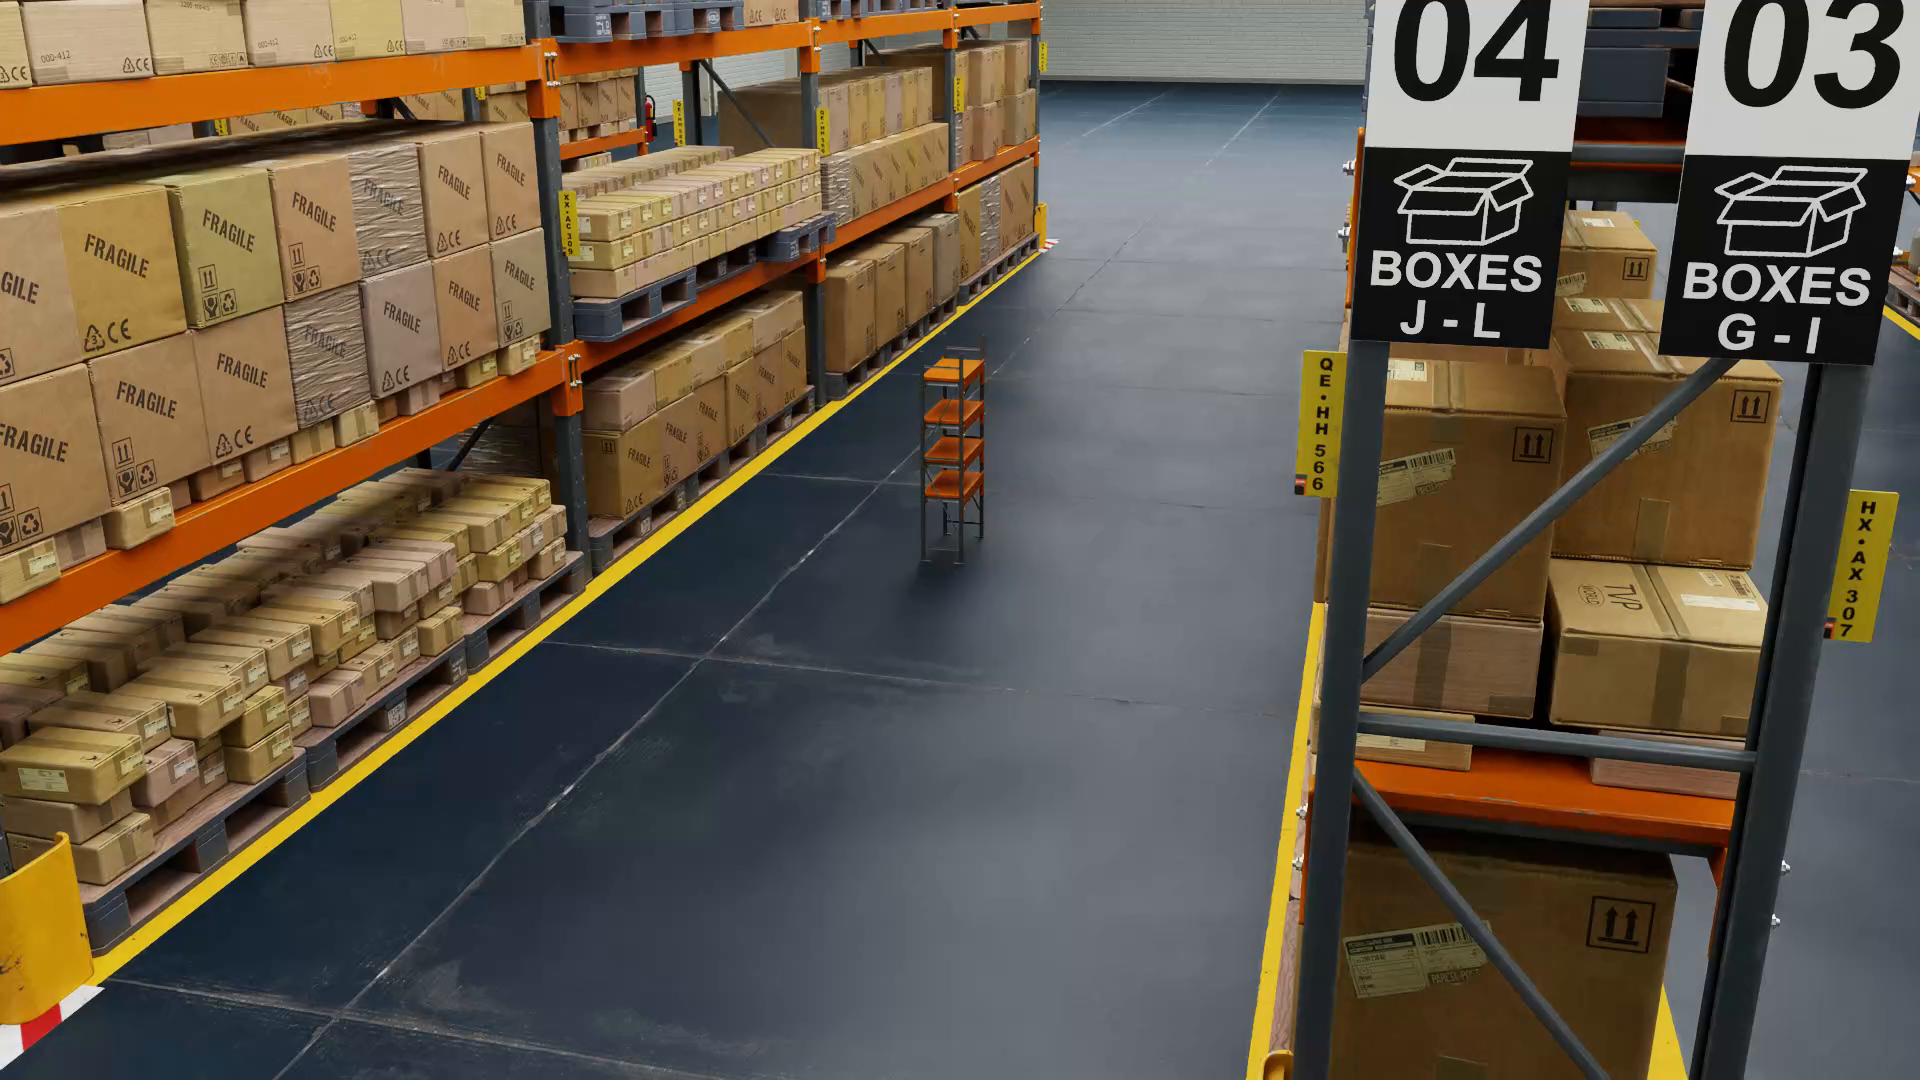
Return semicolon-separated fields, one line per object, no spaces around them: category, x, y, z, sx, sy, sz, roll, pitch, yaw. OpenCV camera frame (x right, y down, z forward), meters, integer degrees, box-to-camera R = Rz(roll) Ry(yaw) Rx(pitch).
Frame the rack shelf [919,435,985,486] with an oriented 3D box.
rack shelf;-0.040;-0.452;9.364;0.258;0.148;0.480;5;19;13

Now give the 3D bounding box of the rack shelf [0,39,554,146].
rack shelf;-2.984;-1.672;6.415;1.077;0.370;4.000;5;19;13

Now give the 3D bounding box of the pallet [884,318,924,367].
pallet;-0.953;-1.777;14.562;1.003;0.211;1.213;5;19;13

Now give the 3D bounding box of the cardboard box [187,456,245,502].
cardboard box;-2.916;-0.261;6.201;0.380;0.149;0.250;4;19;13

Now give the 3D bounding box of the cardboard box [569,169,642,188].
cardboard box;-2.203;-2.216;10.352;0.380;0.149;0.250;4;19;13

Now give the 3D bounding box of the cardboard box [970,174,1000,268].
cardboard box;-0.103;-3.395;17.625;0.875;0.875;0.875;5;19;14

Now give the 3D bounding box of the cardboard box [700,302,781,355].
cardboard box;-1.544;-1.450;11.350;0.500;0.250;0.500;5;19;14

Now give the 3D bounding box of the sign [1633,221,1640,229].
sign;2.828;-1.200;7.100;0.100;0.325;0.005;5;19;13

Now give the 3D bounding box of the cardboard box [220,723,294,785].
cardboard box;-2.827;0.807;6.446;0.380;0.149;0.250;5;19;14

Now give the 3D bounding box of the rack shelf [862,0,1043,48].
rack shelf;-0.052;-5.433;17.427;1.077;0.370;4.000;5;19;13

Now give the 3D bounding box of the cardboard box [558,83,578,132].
cardboard box;-4.649;-4.866;18.679;0.500;0.500;0.500;5;19;14

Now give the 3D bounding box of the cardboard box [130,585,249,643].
cardboard box;-3.224;0.313;6.972;0.380;0.149;0.250;4;19;12

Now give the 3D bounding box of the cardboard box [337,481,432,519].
cardboard box;-2.906;-0.178;8.408;0.380;0.149;0.250;6;20;16

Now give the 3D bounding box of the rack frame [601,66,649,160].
rack frame;-4.389;-5.340;20.682;1.000;3.000;0.127;5;19;13

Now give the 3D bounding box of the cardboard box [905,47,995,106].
cardboard box;-0.131;-4.762;17.087;0.875;0.550;0.550;5;19;13

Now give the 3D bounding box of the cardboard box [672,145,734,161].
cardboard box;-1.820;-2.704;11.783;0.380;0.149;0.250;5;19;13

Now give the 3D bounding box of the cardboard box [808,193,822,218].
cardboard box;-1.193;-2.363;11.703;0.380;0.149;0.250;5;19;14

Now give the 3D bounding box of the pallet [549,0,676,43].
pallet;-2.242;-2.736;8.706;1.213;0.211;1.003;5;19;13

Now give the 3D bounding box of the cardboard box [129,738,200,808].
cardboard box;-2.974;0.818;5.953;0.380;0.149;0.250;5;19;13

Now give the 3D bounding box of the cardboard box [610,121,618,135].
cardboard box;-4.310;-4.921;19.842;0.380;0.149;0.250;4;19;12

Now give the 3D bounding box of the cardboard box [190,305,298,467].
cardboard box;-2.857;-0.596;6.176;0.500;0.500;0.500;5;19;14

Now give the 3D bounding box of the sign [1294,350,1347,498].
sign;0.789;-0.250;3.622;0.100;0.325;0.005;5;19;13

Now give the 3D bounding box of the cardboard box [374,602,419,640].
cardboard box;-2.652;0.319;7.413;0.380;0.149;0.250;4;19;11

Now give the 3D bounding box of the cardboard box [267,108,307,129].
cardboard box;-5.888;-3.506;14.048;0.500;0.500;0.500;6;20;16

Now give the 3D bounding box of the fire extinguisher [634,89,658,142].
fire extinguisher;-3.914;-5.303;20.693;0.296;0.674;0.183;5;19;13

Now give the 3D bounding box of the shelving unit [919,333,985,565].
shelving unit;-0.040;-0.516;9.342;0.258;1.200;0.503;5;19;13

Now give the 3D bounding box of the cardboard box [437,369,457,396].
cardboard box;-2.549;-0.749;7.630;0.380;0.149;0.250;4;19;12

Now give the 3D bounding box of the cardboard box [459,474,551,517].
cardboard box;-2.330;-0.219;8.529;0.380;0.149;0.250;5;20;15

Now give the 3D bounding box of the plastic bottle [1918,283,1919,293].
plastic bottle;9.254;-2.475;15.940;0.097;0.201;0.097;0;19;0

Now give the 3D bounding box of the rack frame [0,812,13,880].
rack frame;-3.473;0.034;4.948;1.000;3.000;0.127;5;19;13

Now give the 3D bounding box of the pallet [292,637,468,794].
pallet;-2.922;0.696;7.322;1.003;0.211;1.213;5;19;13

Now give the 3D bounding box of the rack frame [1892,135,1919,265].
rack frame;10.024;-4.167;17.246;1.000;3.000;0.127;5;19;13

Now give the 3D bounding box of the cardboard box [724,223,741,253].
cardboard box;-1.575;-1.875;10.277;0.380;0.149;0.250;4;19;11

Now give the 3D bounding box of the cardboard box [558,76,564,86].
cardboard box;-4.753;-5.182;18.058;0.700;0.500;0.500;4;19;12

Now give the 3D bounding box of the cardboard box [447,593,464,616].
cardboard box;-2.590;0.316;7.883;0.380;0.149;0.250;4;19;12

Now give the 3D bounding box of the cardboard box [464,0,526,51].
cardboard box;-2.354;-2.393;7.645;0.500;0.250;0.500;5;20;15

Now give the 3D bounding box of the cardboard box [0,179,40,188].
cardboard box;-3.479;-0.949;5.665;0.500;0.500;0.500;4;19;12

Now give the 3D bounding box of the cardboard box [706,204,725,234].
cardboard box;-1.638;-1.939;10.004;0.380;0.149;0.250;4;19;12

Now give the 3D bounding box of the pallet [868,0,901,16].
pallet;-1.142;-4.361;13.465;1.003;0.211;1.213;6;20;16

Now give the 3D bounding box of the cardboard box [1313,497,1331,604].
cardboard box;2.426;-0.192;8.247;1.225;0.875;0.875;5;19;14

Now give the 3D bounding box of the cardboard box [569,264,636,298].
cardboard box;-1.953;-1.387;8.847;0.380;0.149;0.250;4;19;11

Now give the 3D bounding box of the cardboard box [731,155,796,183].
cardboard box;-1.321;-2.485;11.140;0.380;0.149;0.250;5;20;15

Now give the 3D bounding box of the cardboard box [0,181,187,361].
cardboard box;-2.989;-0.906;5.538;0.500;0.500;0.500;5;20;15

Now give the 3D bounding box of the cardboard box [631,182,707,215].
cardboard box;-1.701;-1.995;9.706;0.380;0.149;0.250;4;19;13

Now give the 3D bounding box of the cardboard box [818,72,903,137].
cardboard box;-0.904;-3.772;14.389;0.700;0.500;0.500;5;19;14

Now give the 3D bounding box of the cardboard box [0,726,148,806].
cardboard box;-3.016;0.765;5.647;0.380;0.149;0.250;4;19;11

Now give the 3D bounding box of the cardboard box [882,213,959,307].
cardboard box;-0.606;-2.660;15.665;1.050;0.750;0.750;5;19;13

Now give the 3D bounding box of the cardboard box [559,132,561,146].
cardboard box;-4.656;-4.441;18.439;0.380;0.149;0.250;5;19;14

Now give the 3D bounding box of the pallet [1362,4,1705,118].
pallet;1.483;-1.154;3.921;1.003;0.211;1.213;5;19;13

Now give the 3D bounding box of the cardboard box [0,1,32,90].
cardboard box;-3.115;-1.435;4.841;0.500;0.250;0.500;5;20;15

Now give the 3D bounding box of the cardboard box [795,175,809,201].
cardboard box;-1.261;-2.420;11.410;0.380;0.149;0.250;5;20;15

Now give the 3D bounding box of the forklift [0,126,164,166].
forklift;-4.976;-1.405;9.265;1.130;2.935;3.031;4;19;11

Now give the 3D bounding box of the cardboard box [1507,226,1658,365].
cardboard box;2.310;-0.899;6.292;0.500;0.500;0.500;5;19;14

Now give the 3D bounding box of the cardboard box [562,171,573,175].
cardboard box;-4.586;-4.000;19.201;0.500;0.500;0.500;4;19;12

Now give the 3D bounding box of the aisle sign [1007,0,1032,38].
aisle sign;0.744;-6.210;19.206;0.394;0.787;0.004;5;19;13

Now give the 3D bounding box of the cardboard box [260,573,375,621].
cardboard box;-2.745;0.265;7.112;0.380;0.149;0.250;5;19;14

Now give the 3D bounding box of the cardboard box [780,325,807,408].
cardboard box;-1.426;-1.263;11.961;0.500;0.500;0.500;5;19;13

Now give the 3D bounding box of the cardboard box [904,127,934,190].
cardboard box;-0.533;-3.432;14.940;0.500;0.500;0.500;4;19;13
